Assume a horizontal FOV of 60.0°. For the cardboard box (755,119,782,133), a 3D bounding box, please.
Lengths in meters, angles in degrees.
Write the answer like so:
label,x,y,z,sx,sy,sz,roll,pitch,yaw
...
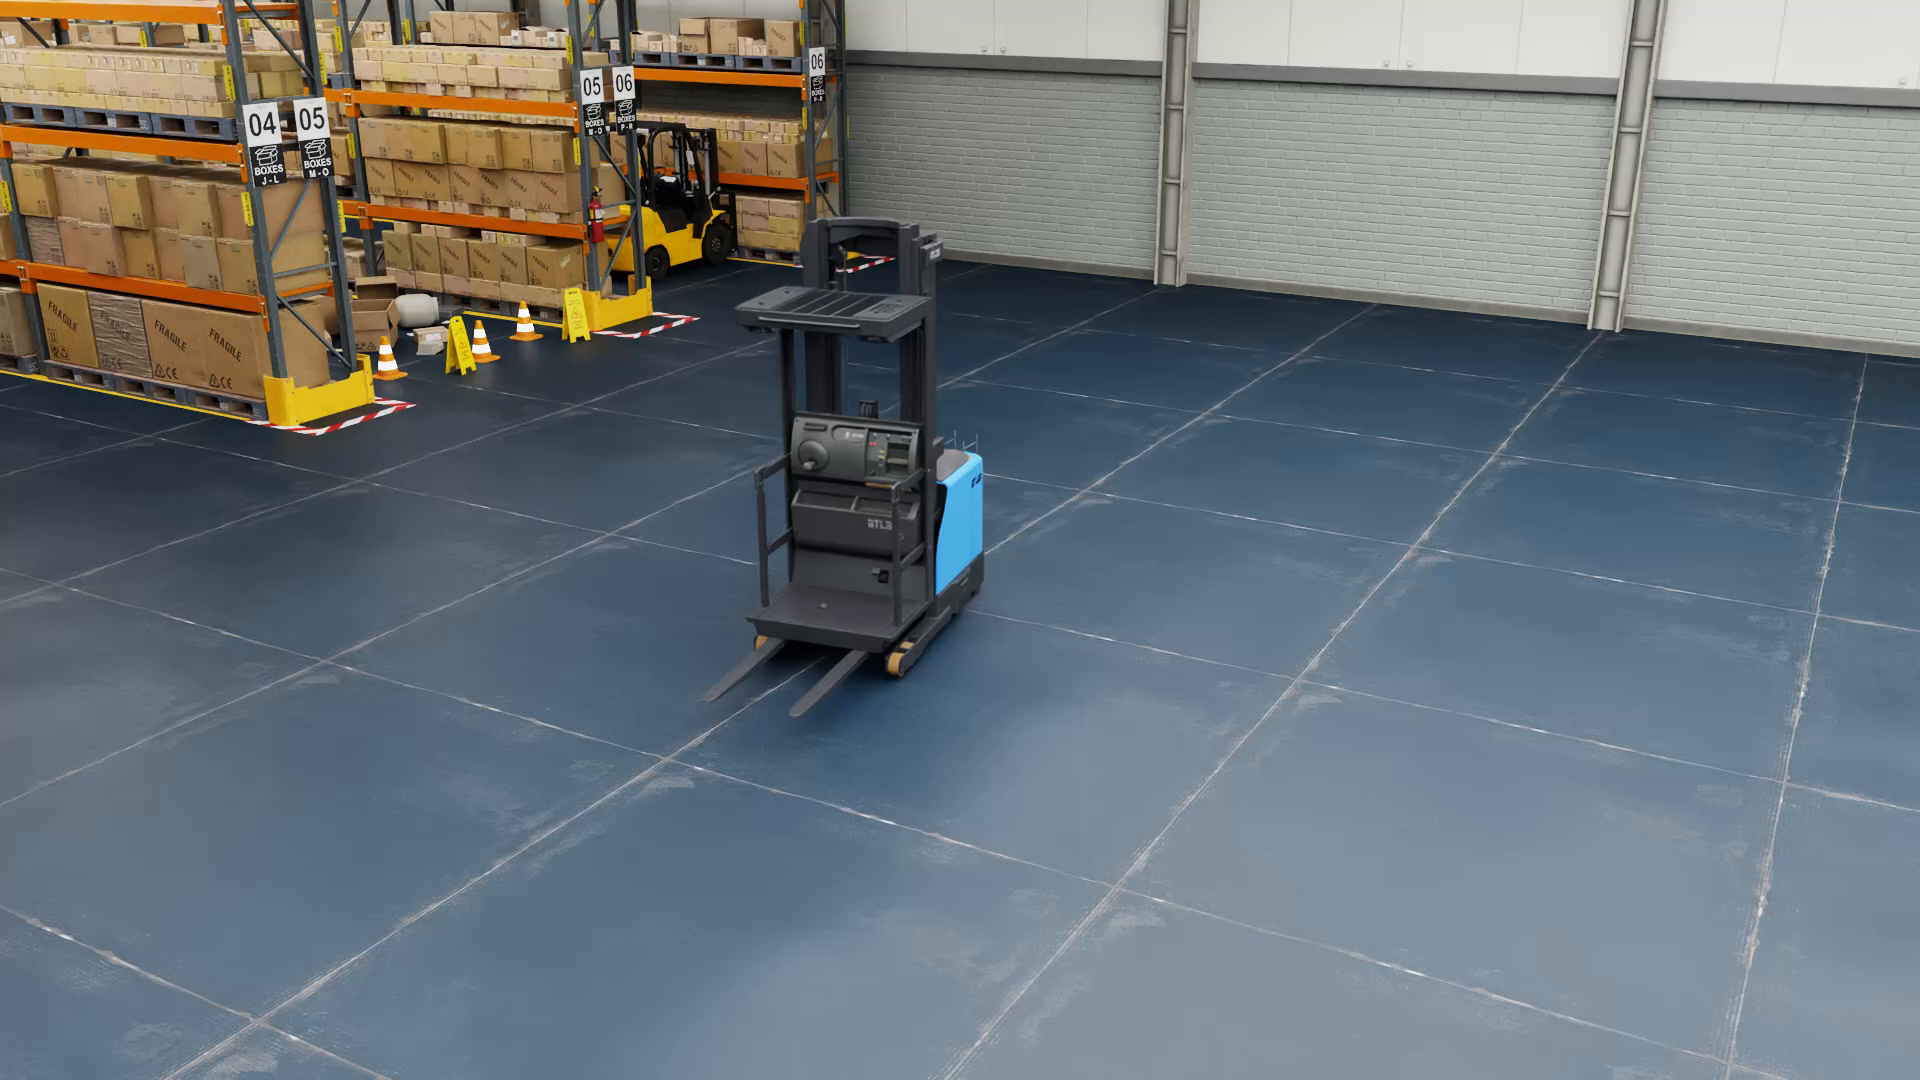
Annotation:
label,x,y,z,sx,sy,sz,roll,pitch,yaw
cardboard box,-2.908,-6.299,25.297,0.250,0.149,0.380,11,23,28

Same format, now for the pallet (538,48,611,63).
label,x,y,z,sx,sy,sz,roll,pitch,yaw
pallet,-6.289,-7.871,27.047,1.217,0.209,0.805,10,22,25

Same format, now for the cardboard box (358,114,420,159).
label,x,y,z,sx,sy,sz,roll,pitch,yaw
cardboard box,-7.652,-5.449,22.439,0.500,0.500,0.700,11,22,27

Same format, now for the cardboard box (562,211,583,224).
label,x,y,z,sx,sy,sz,roll,pitch,yaw
cardboard box,-4.869,-4.145,21.262,0.250,0.149,0.380,12,23,29

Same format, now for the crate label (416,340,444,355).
label,x,y,z,sx,sy,sz,roll,pitch,yaw
crate label,-6.403,-2.332,20.093,0.298,0.136,0.250,0,20,-1

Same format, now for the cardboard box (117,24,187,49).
label,x,y,z,sx,sy,sz,roll,pitch,yaw
cardboard box,-11.825,-7.269,24.339,0.637,0.503,0.797,9,22,24

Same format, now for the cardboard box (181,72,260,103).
label,x,y,z,sx,sy,sz,roll,pitch,yaw
cardboard box,-7.327,-4.496,16.484,0.500,0.250,0.500,11,23,28

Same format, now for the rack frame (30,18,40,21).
label,x,y,z,sx,sy,sz,roll,pitch,yaw
rack frame,-14.914,-9.081,25.702,0.127,3.000,1.000,11,23,27

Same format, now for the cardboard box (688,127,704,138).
label,x,y,z,sx,sy,sz,roll,pitch,yaw
cardboard box,-4.022,-6.366,25.918,0.250,0.149,0.380,10,22,26

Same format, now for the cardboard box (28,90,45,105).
label,x,y,z,sx,sy,sz,roll,pitch,yaw
cardboard box,-9.660,-4.730,17.713,0.250,0.149,0.380,11,23,27

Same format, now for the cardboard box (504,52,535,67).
label,x,y,z,sx,sy,sz,roll,pitch,yaw
cardboard box,-5.512,-6.049,20.942,0.250,0.149,0.380,11,23,28

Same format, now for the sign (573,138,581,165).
label,x,y,z,sx,sy,sz,roll,pitch,yaw
sign,-4.726,-4.796,20.526,0.005,0.325,0.100,11,23,27

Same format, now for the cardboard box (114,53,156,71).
label,x,y,z,sx,sy,sz,roll,pitch,yaw
cardboard box,-8.333,-4.852,16.881,0.250,0.149,0.380,10,22,27

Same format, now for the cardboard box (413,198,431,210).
label,x,y,z,sx,sy,sz,roll,pitch,yaw
cardboard box,-7.120,-4.551,22.380,0.250,0.149,0.380,12,23,29

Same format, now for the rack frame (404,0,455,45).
label,x,y,z,sx,sy,sz,roll,pitch,yaw
rack frame,-9.005,-9.894,27.943,0.127,3.000,1.000,11,23,27

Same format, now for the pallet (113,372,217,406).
label,x,y,z,sx,sy,sz,roll,pitch,yaw
pallet,-8.561,-1.776,18.453,1.213,0.211,1.003,11,23,27

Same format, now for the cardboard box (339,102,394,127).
label,x,y,z,sx,sy,sz,roll,pitch,yaw
cardboard box,-10.520,-7.536,29.474,0.637,0.503,0.797,10,22,26

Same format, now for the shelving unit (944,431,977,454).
label,x,y,z,sx,sy,sz,roll,pitch,yaw
shelving unit,-0.007,-0.424,13.715,0.210,0.900,0.258,11,23,27

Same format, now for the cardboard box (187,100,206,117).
label,x,y,z,sx,sy,sz,roll,pitch,yaw
cardboard box,-7.439,-4.307,16.548,0.250,0.149,0.380,11,23,28

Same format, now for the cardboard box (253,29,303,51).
label,x,y,z,sx,sy,sz,roll,pitch,yaw
cardboard box,-9.400,-6.924,23.025,0.500,0.250,0.500,11,23,28

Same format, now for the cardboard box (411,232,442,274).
label,x,y,z,sx,sy,sz,roll,pitch,yaw
cardboard box,-7.073,-3.923,22.599,0.500,0.500,0.500,12,23,29

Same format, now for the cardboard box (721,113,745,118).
label,x,y,z,sx,sy,sz,roll,pitch,yaw
cardboard box,-3.546,-6.620,26.182,0.250,0.149,0.380,11,23,28

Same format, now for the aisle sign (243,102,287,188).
label,x,y,z,sx,sy,sz,roll,pitch,yaw
aisle sign,-6.848,-3.895,16.393,0.004,0.787,0.394,11,23,27

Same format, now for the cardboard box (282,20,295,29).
label,x,y,z,sx,sy,sz,roll,pitch,yaw
cardboard box,-11.744,-9.122,29.384,0.250,0.149,0.380,10,22,26

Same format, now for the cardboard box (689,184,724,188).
label,x,y,z,sx,sy,sz,roll,pitch,yaw
cardboard box,-4.104,-5.591,26.830,0.500,0.250,0.500,11,23,28

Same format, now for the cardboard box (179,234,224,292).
label,x,y,z,sx,sy,sz,roll,pitch,yaw
cardboard box,-7.601,-2.978,17.456,0.550,0.550,0.875,11,23,27

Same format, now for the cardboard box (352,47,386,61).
label,x,y,z,sx,sy,sz,roll,pitch,yaw
cardboard box,-7.814,-6.447,22.040,0.250,0.149,0.380,10,22,26

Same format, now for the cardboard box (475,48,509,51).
label,x,y,z,sx,sy,sz,roll,pitch,yaw
cardboard box,-6.147,-6.380,21.854,0.250,0.149,0.380,11,23,28

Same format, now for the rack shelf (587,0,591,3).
label,x,y,z,sx,sy,sz,roll,pitch,yaw
rack shelf,-7.258,-9.035,27.217,4.000,0.370,1.077,11,23,27

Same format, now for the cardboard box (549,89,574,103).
label,x,y,z,sx,sy,sz,roll,pitch,yaw
cardboard box,-4.886,-5.533,20.689,0.250,0.149,0.380,11,23,28

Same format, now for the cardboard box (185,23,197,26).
label,x,y,z,sx,sy,sz,roll,pitch,yaw
cardboard box,-13.940,-9.634,30.677,0.500,0.250,0.500,11,23,28

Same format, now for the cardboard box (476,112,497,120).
label,x,y,z,sx,sy,sz,roll,pitch,yaw
cardboard box,-7.931,-7.133,28.033,0.250,0.149,0.380,11,23,28

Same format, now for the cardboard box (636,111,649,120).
label,x,y,z,sx,sy,sz,roll,pitch,yaw
cardboard box,-5.098,-6.747,26.533,0.250,0.149,0.380,11,23,28

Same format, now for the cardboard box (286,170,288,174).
label,x,y,z,sx,sy,sz,roll,pitch,yaw
cardboard box,-9.397,-5.187,23.517,0.250,0.149,0.380,11,23,27

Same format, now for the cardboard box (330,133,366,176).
label,x,y,z,sx,sy,sz,roll,pitch,yaw
cardboard box,-8.445,-5.323,22.941,0.500,0.500,0.500,10,22,26

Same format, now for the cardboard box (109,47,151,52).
label,x,y,z,sx,sy,sz,roll,pitch,yaw
cardboard box,-8.896,-5.217,17.885,0.250,0.149,0.380,11,23,27

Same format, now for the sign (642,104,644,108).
label,x,y,z,sx,sy,sz,roll,pitch,yaw
sign,-5.243,-7.018,27.428,0.005,0.325,0.100,11,23,27

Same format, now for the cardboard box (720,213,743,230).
label,x,y,z,sx,sy,sz,roll,pitch,yaw
cardboard box,-3.491,-5.037,26.036,0.500,0.250,0.500,10,22,26

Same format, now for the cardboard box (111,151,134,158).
label,x,y,z,sx,sy,sz,roll,pitch,yaw
cardboard box,-12.418,-5.849,25.077,0.500,0.250,0.500,10,22,26

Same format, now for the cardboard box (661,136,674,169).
label,x,y,z,sx,sy,sz,roll,pitch,yaw
cardboard box,-4.347,-6.138,26.241,0.500,0.500,0.500,11,22,27

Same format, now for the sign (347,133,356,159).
label,x,y,z,sx,sy,sz,roll,pitch,yaw
sign,-8.197,-5.308,22.403,0.005,0.325,0.100,11,23,27

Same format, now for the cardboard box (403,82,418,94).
label,x,y,z,sx,sy,sz,roll,pitch,yaw
cardboard box,-7.107,-5.975,21.908,0.250,0.149,0.380,12,23,29

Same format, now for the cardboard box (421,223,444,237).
label,x,y,z,sx,sy,sz,roll,pitch,yaw
cardboard box,-7.017,-4.190,22.383,0.250,0.149,0.380,12,23,29

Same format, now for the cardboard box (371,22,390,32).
label,x,y,z,sx,sy,sz,roll,pitch,yaw
cardboard box,-9.884,-8.814,28.564,0.250,0.149,0.380,10,22,26

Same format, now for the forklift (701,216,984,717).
label,x,y,z,sx,sy,sz,roll,pitch,yaw
forklift,-0.796,-0.607,11.240,1.130,2.935,3.031,7,21,19

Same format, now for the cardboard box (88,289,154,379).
label,x,y,z,sx,sy,sz,roll,pitch,yaw
cardboard box,-8.952,-2.364,18.483,0.875,0.875,0.875,11,23,28

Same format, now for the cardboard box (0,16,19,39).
label,x,y,z,sx,sy,sz,roll,pitch,yaw
cardboard box,-15.325,-8.122,26.550,0.500,0.500,0.500,11,23,28

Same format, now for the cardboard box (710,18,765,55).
label,x,y,z,sx,sy,sz,roll,pitch,yaw
cardboard box,-3.371,-7.646,25.236,0.500,0.500,0.700,11,23,28

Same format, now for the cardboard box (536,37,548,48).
label,x,y,z,sx,sy,sz,roll,pitch,yaw
cardboard box,-6.621,-8.037,26.830,0.250,0.149,0.380,11,23,27
